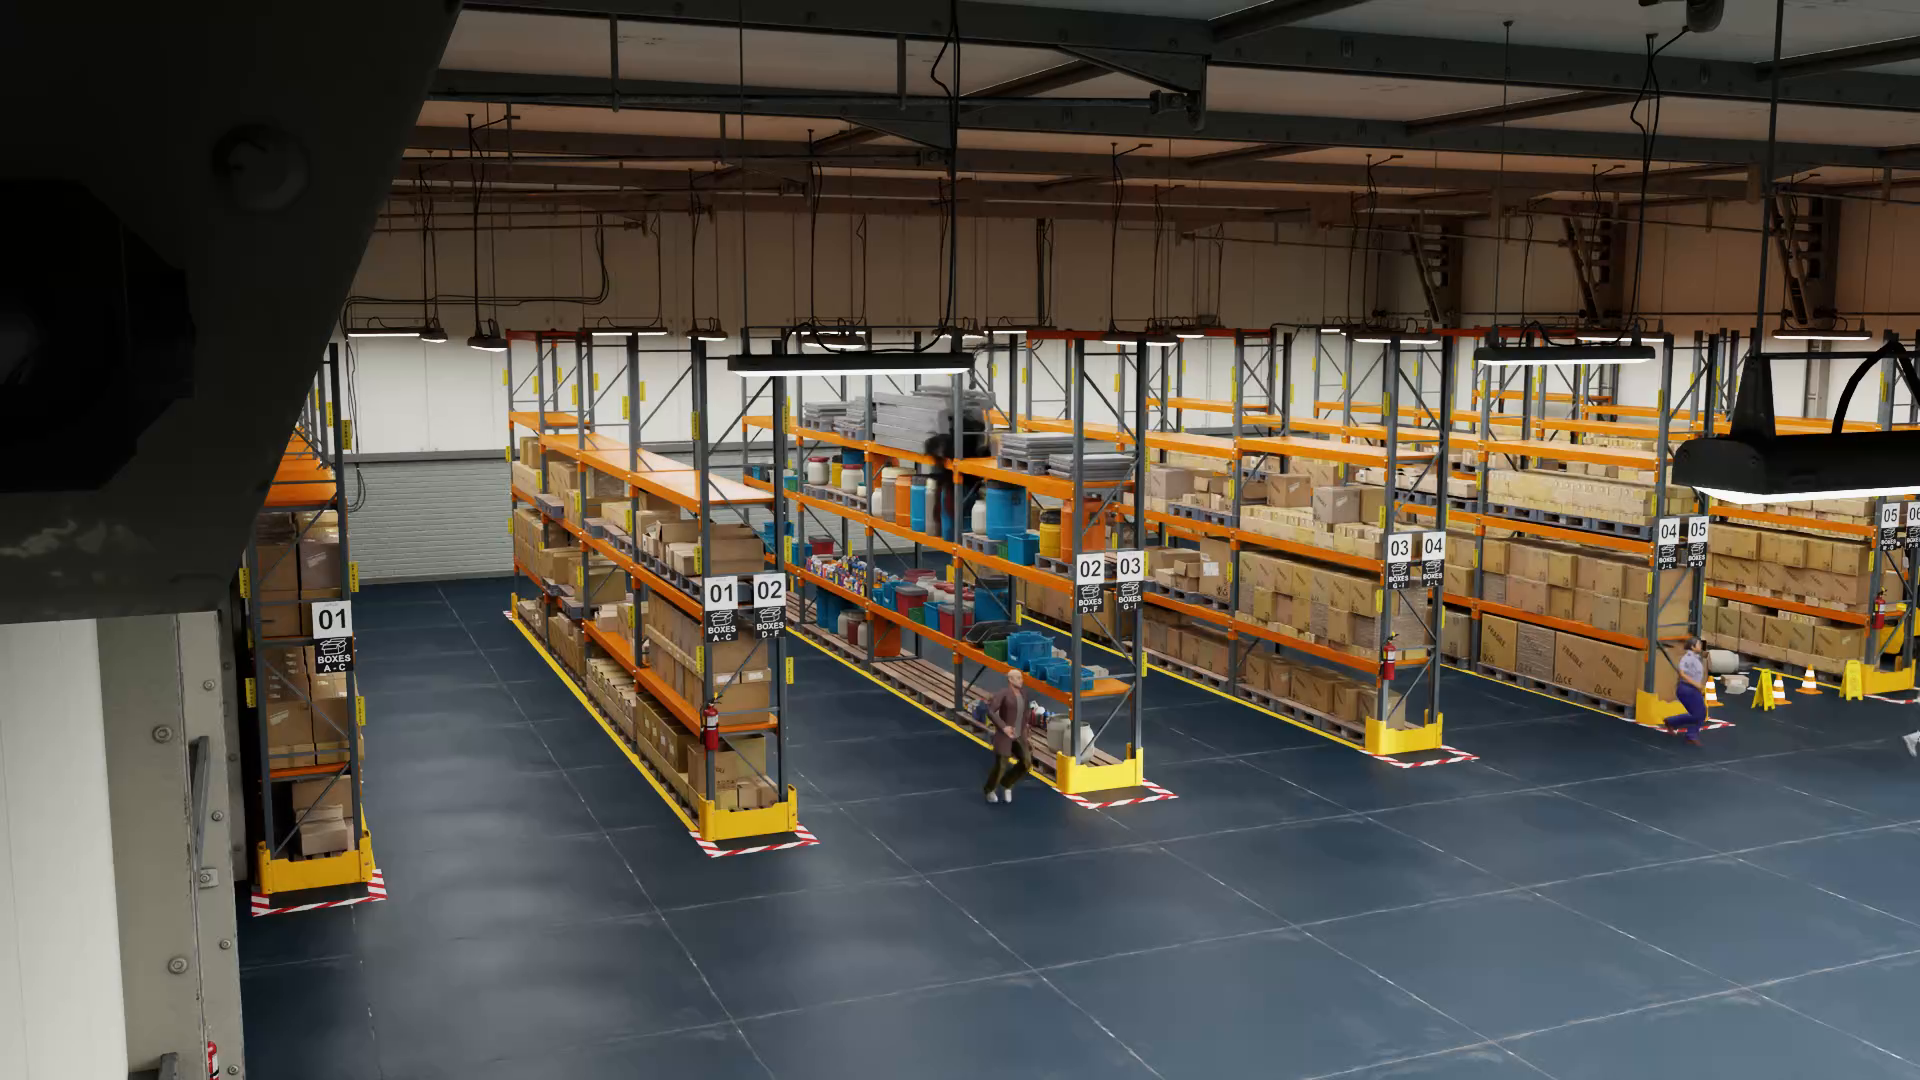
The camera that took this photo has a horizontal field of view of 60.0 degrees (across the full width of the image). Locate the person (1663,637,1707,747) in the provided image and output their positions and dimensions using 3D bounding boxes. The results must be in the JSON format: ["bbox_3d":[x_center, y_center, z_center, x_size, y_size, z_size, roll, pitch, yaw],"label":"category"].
[{"bbox_3d":[10.710,2.236,24.490,0.587,1.617,0.642,5,9,34],"label":"person"}]

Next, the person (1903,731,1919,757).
[{"bbox_3d":[13.732,2.312,23.280,0.821,1.752,0.694,3,8,20],"label":"person"}]

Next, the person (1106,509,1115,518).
[{"bbox_3d":[3.561,-0.020,40.526,0.718,1.683,0.932,5,9,32],"label":"person"}]

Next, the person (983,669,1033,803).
[{"bbox_3d":[0.680,2.544,21.639,0.775,1.732,0.647,-5,9,-35],"label":"person"}]
